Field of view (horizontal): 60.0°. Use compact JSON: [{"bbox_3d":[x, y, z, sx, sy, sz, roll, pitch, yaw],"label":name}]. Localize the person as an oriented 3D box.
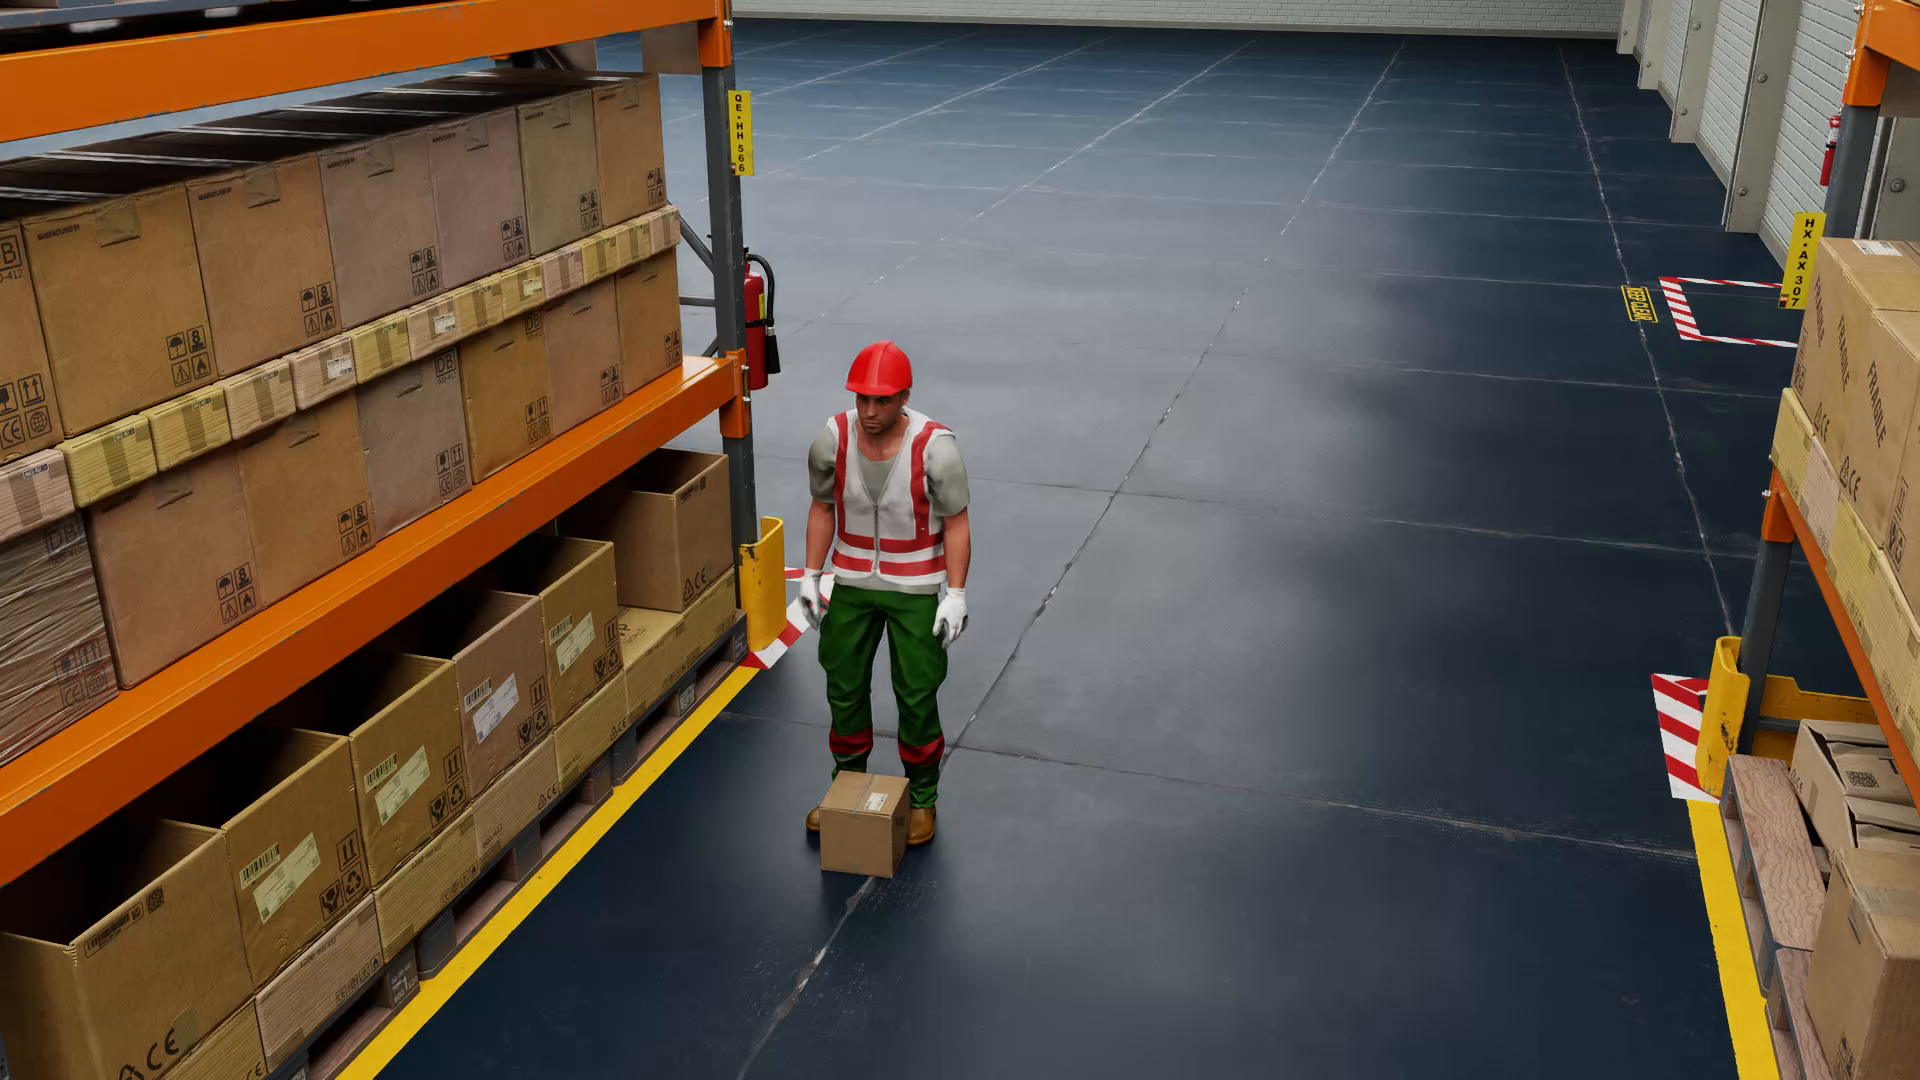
[{"bbox_3d":[-0.261,0.180,5.618,0.603,1.778,0.451,6,23,15],"label":"person"}]
